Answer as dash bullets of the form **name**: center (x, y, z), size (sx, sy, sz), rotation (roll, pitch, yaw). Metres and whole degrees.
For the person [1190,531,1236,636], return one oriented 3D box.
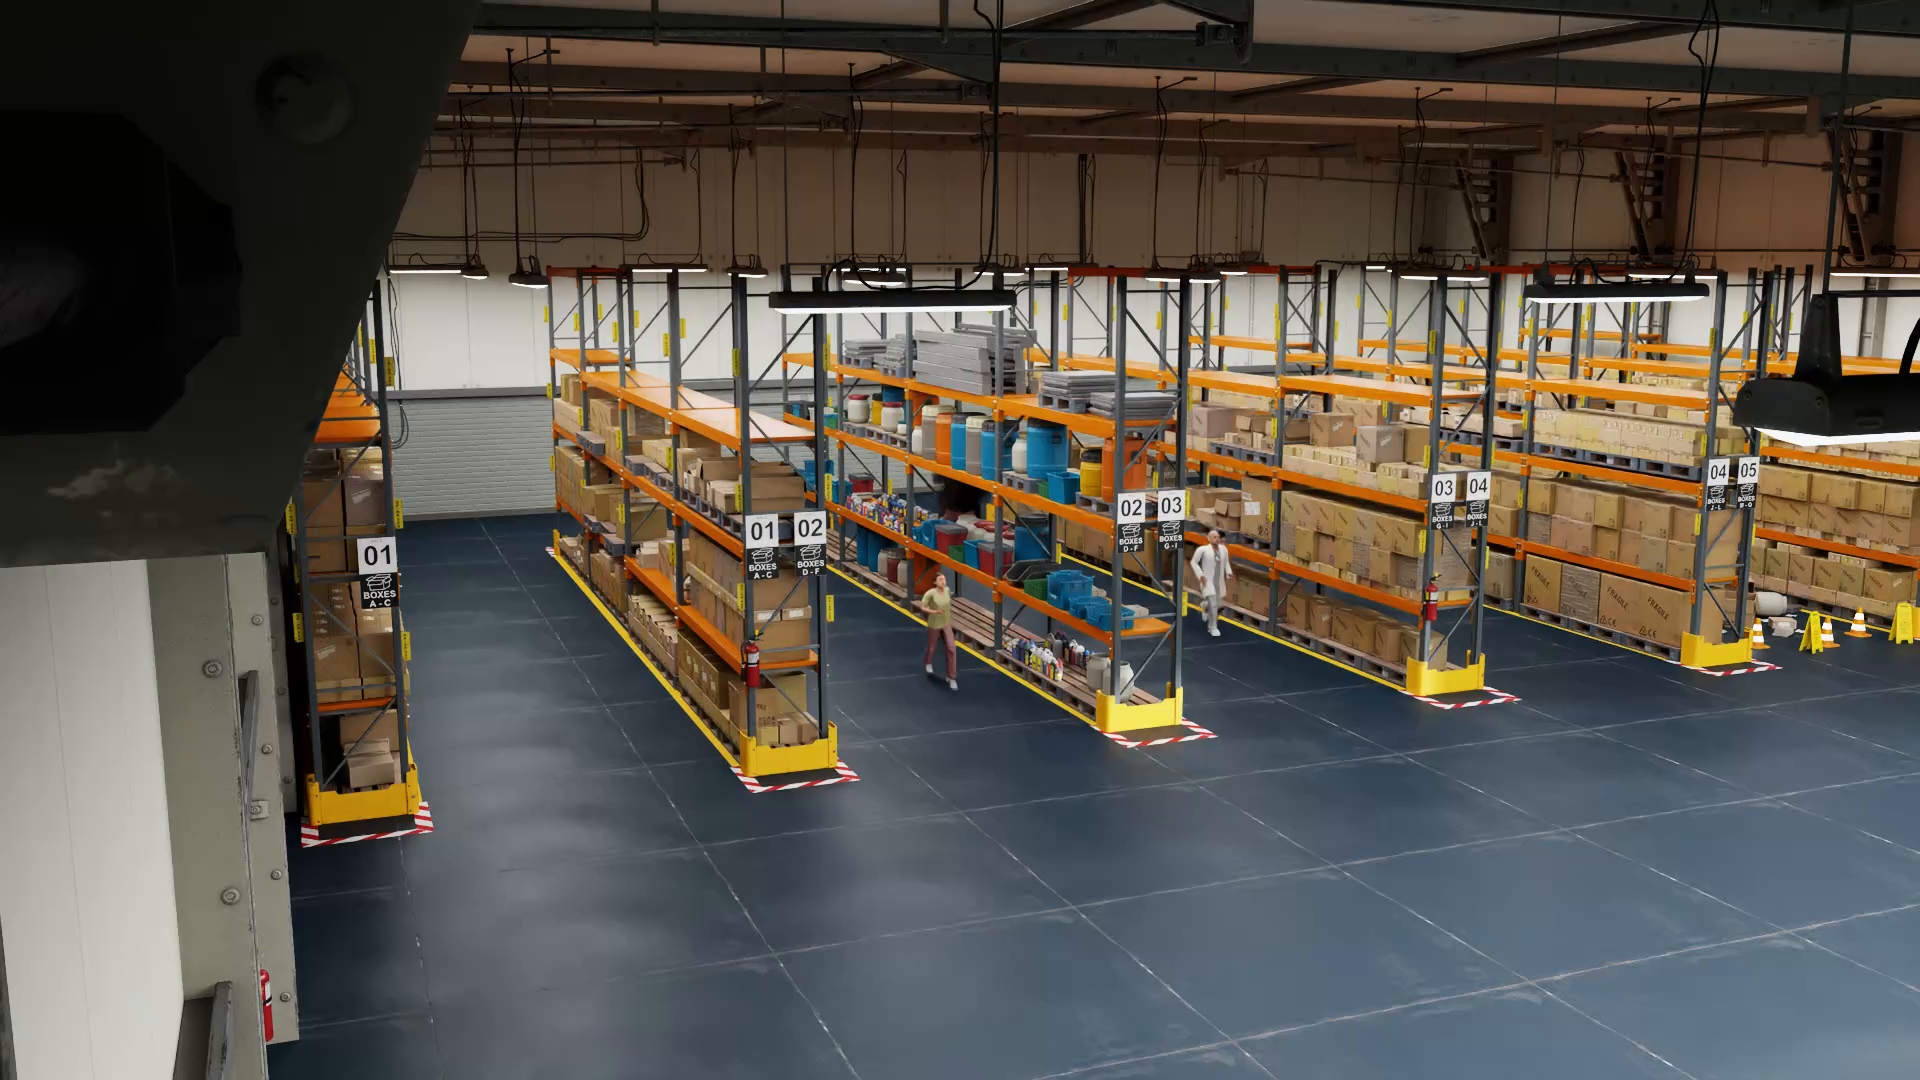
- **person**: center (4.144, 0.685, 27.591), size (0.695, 1.734, 0.782), rotation (-4, 11, -20)

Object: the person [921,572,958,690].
- **person**: center (-0.351, 1.296, 24.480), size (0.544, 1.709, 1.009), rotation (-4, 11, -21)
